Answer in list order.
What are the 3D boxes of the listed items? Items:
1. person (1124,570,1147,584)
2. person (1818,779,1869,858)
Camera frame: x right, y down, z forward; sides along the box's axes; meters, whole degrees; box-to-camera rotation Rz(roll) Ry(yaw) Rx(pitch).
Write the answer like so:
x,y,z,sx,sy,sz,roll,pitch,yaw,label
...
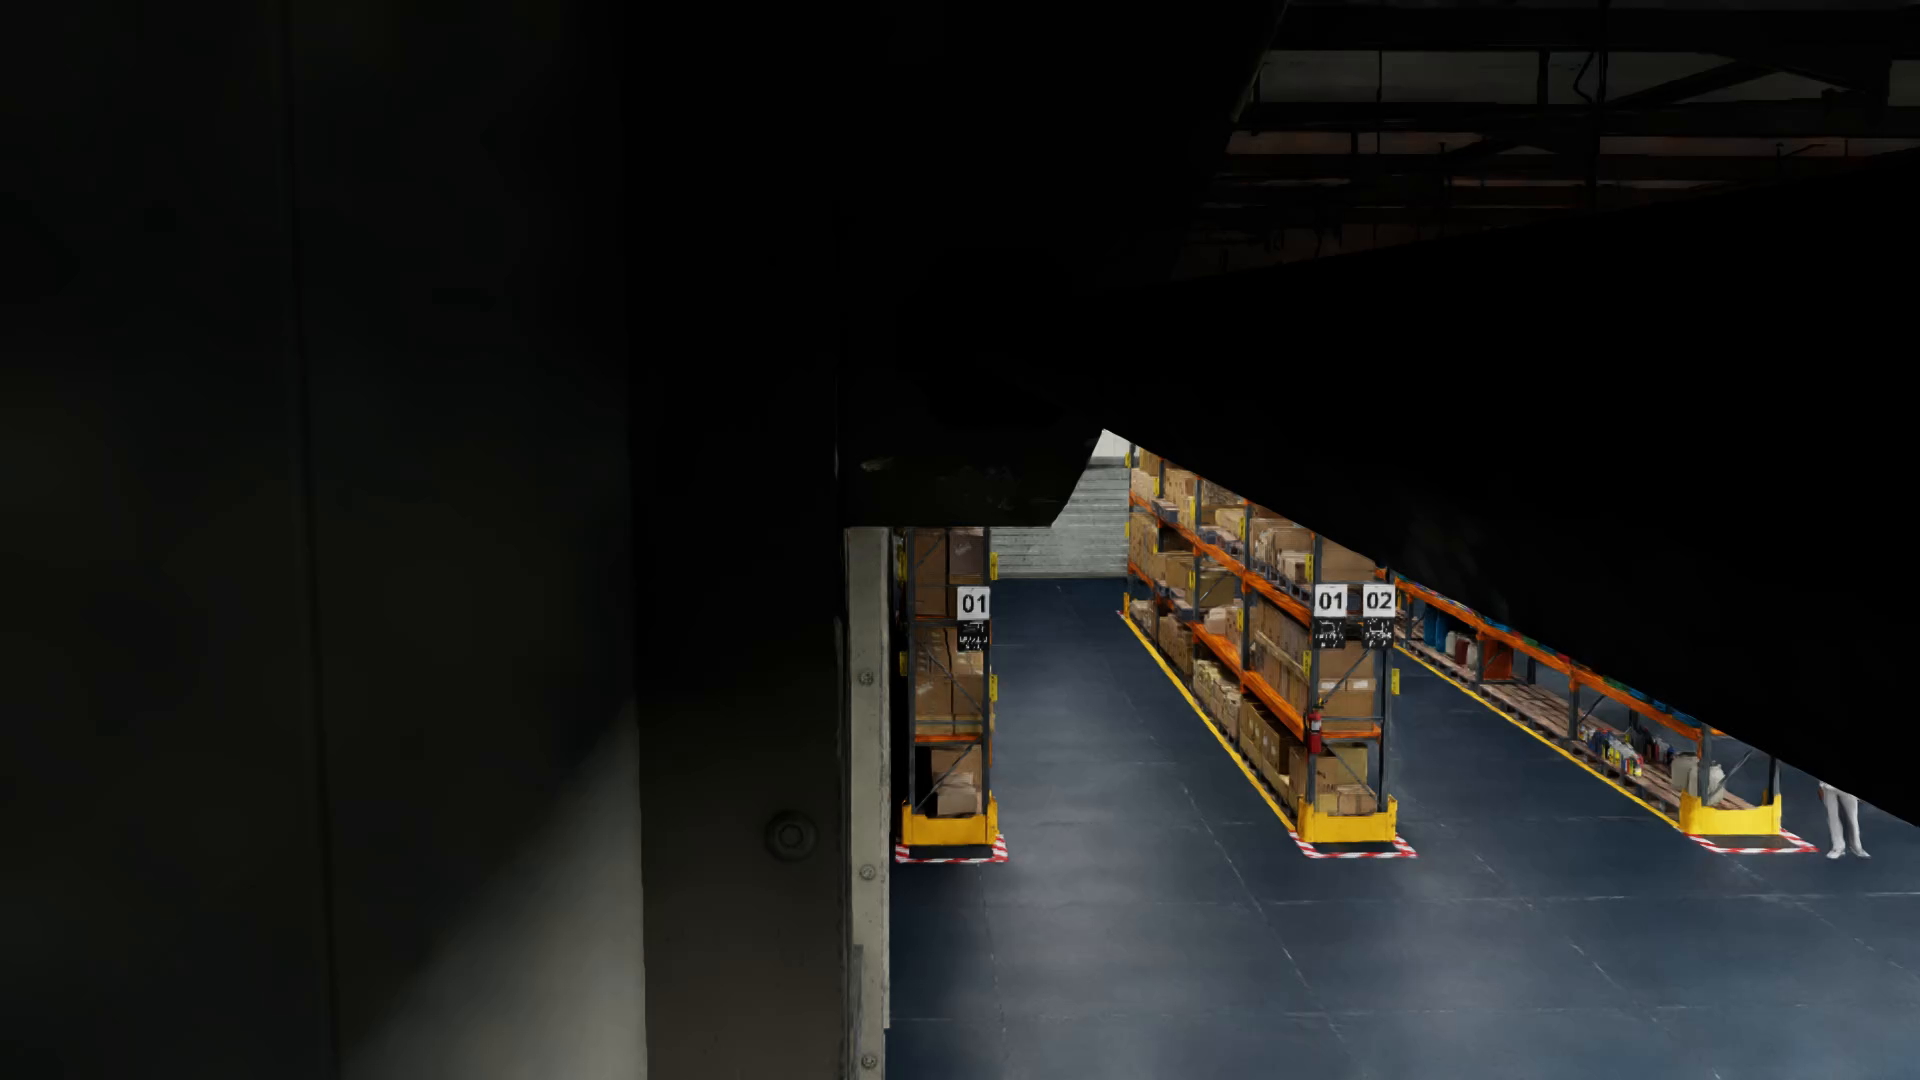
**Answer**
x,y,z,sx,sy,sz,roll,pitch,yaw,label
4.404,0.243,40.952,0.511,1.714,0.728,7,10,44,person
10.576,2.970,19.872,0.588,1.670,0.456,7,10,42,person
